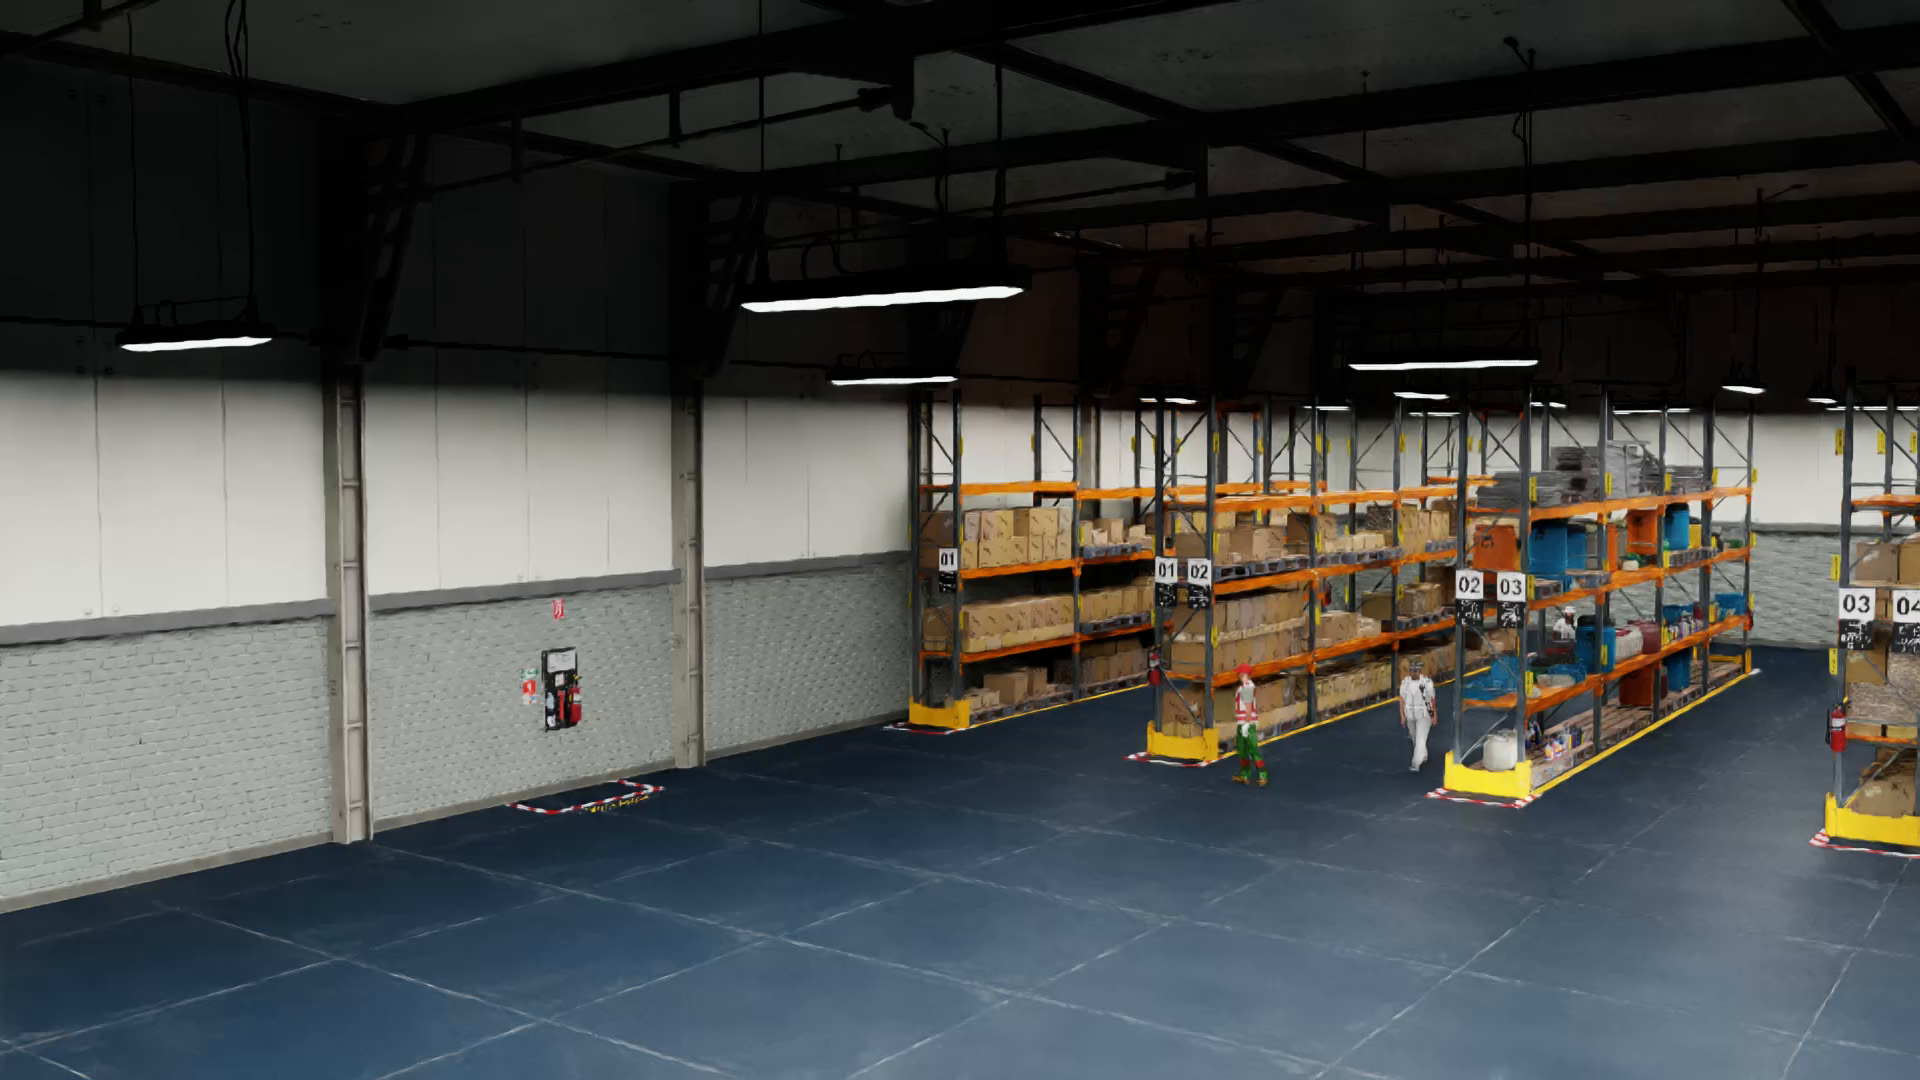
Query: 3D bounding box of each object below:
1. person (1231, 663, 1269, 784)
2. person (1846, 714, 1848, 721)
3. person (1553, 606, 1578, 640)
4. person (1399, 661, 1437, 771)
[{"bbox_3d":[4.305,2.716,24.654,0.544,1.783,0.646,1,3,9],"label":"person"},{"bbox_3d":[16.207,2.371,30.280,0.691,1.771,0.642,-2,4,-35],"label":"person"},{"bbox_3d":[12.562,2.201,34.258,0.719,1.714,0.578,2,4,34],"label":"person"},{"bbox_3d":[7.039,2.685,25.671,0.542,1.672,1.126,3,4,38],"label":"person"}]
